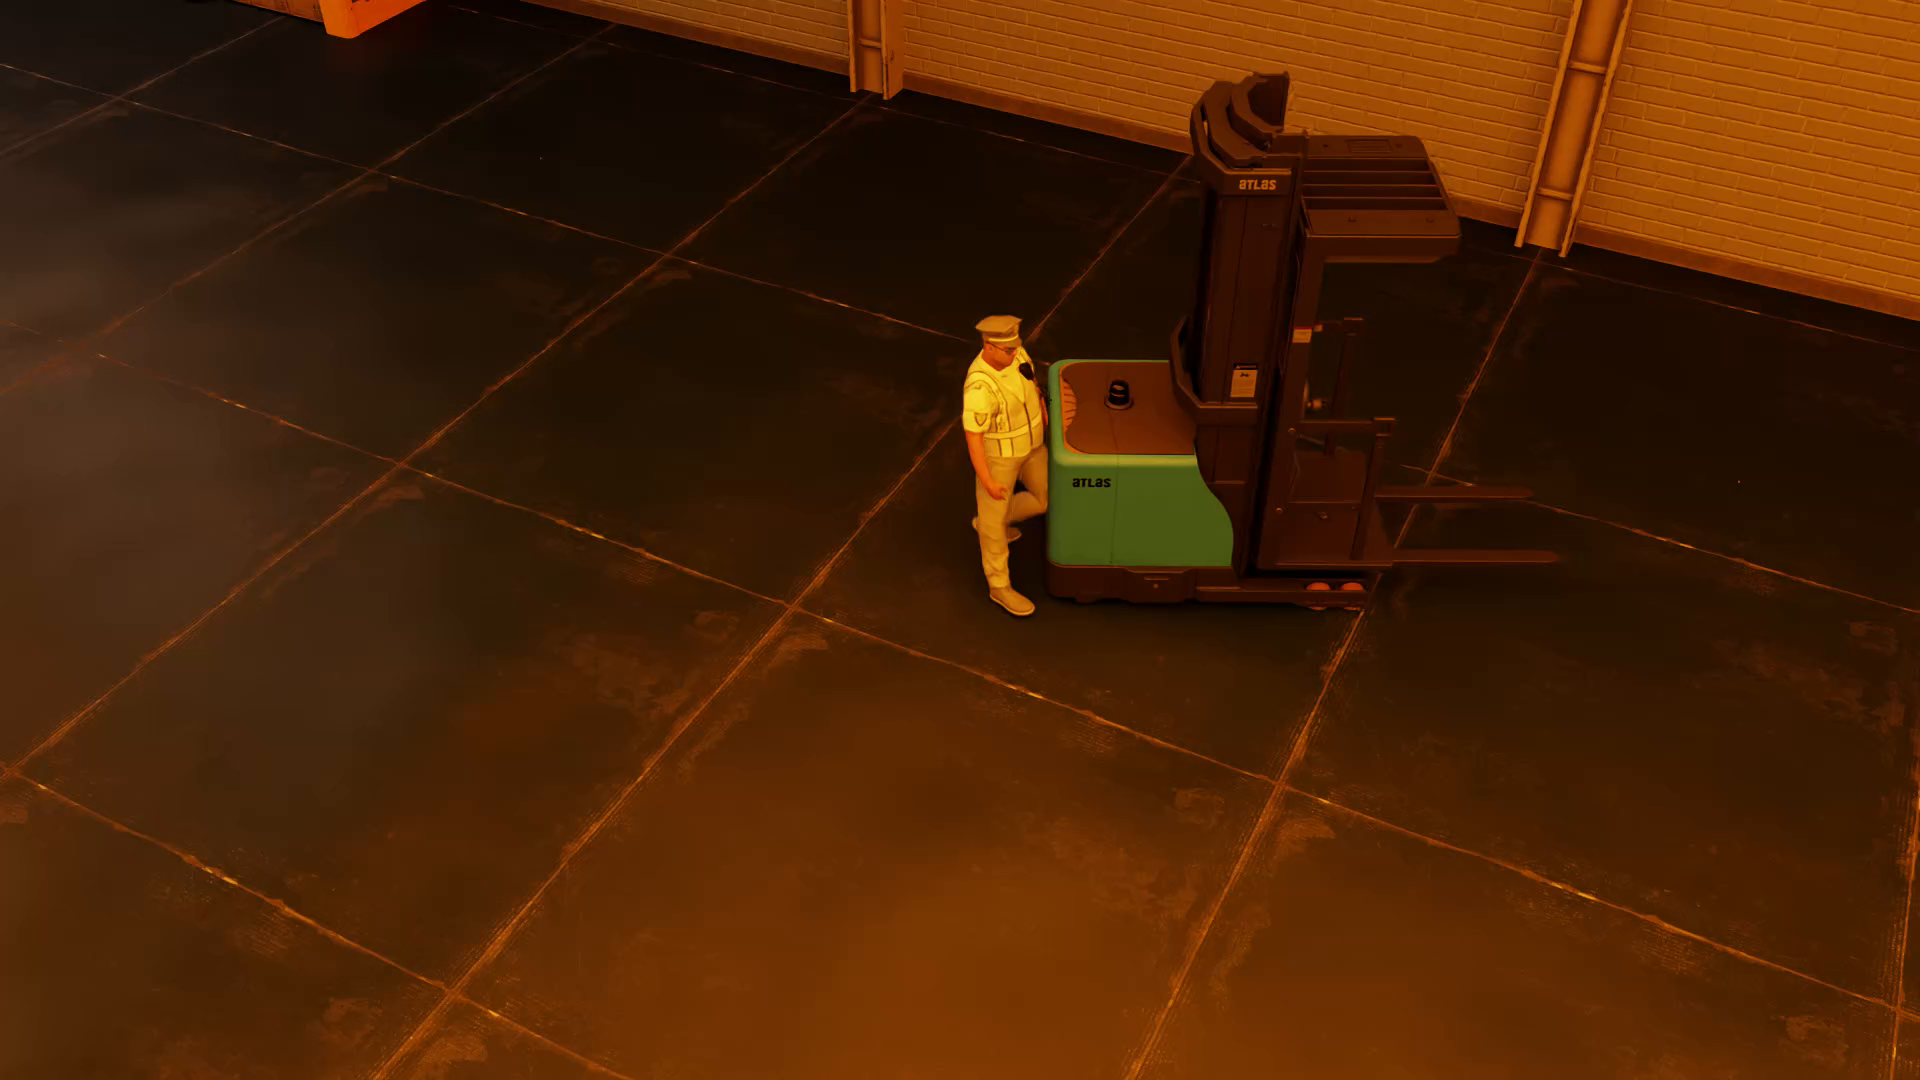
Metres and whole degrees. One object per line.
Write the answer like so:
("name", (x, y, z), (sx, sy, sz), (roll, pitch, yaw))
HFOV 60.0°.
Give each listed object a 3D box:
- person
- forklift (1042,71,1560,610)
("person", (0.358, -0.479, 9.521), (0.733, 1.673, 0.734), (31, 49, 31))
("forklift", (2.020, -1.056, 9.240), (3.031, 2.935, 1.130), (0, 40, 0))
